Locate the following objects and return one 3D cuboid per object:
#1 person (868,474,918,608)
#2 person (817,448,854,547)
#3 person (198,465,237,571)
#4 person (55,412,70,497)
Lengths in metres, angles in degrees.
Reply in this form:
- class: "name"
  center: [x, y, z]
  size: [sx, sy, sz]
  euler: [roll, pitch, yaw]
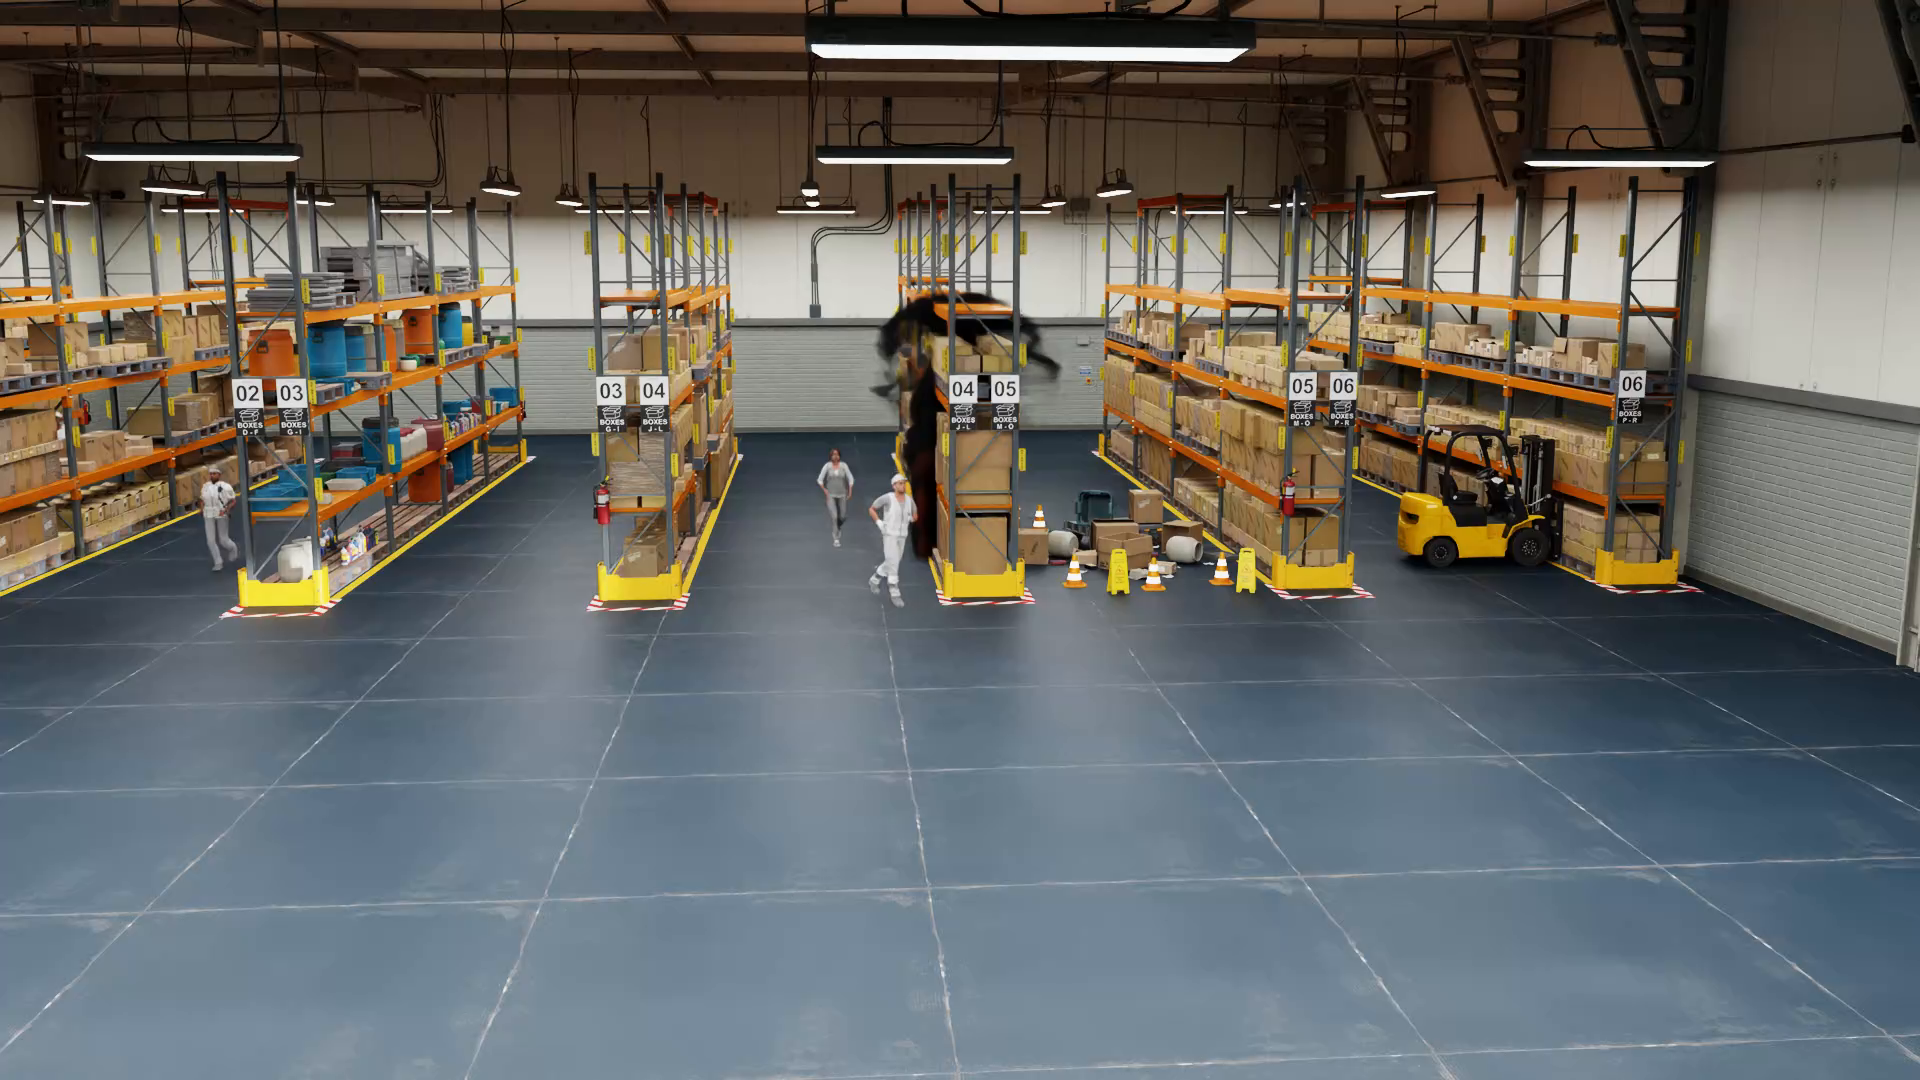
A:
- class: "person"
  center: [-0.902, -0.028, 23.335]
  size: [0.682, 1.810, 0.908]
  euler: [-8, 13, -37]
- class: "person"
  center: [-1.975, -0.683, 26.449]
  size: [0.583, 1.542, 0.525]
  euler: [-2, 10, -12]
- class: "person"
  center: [-11.625, -0.372, 26.044]
  size: [0.576, 1.652, 0.612]
  euler: [0, 10, -3]
- class: "person"
  center: [-18.096, -1.717, 33.423]
  size: [0.770, 1.721, 0.526]
  euler: [-3, 10, -16]
